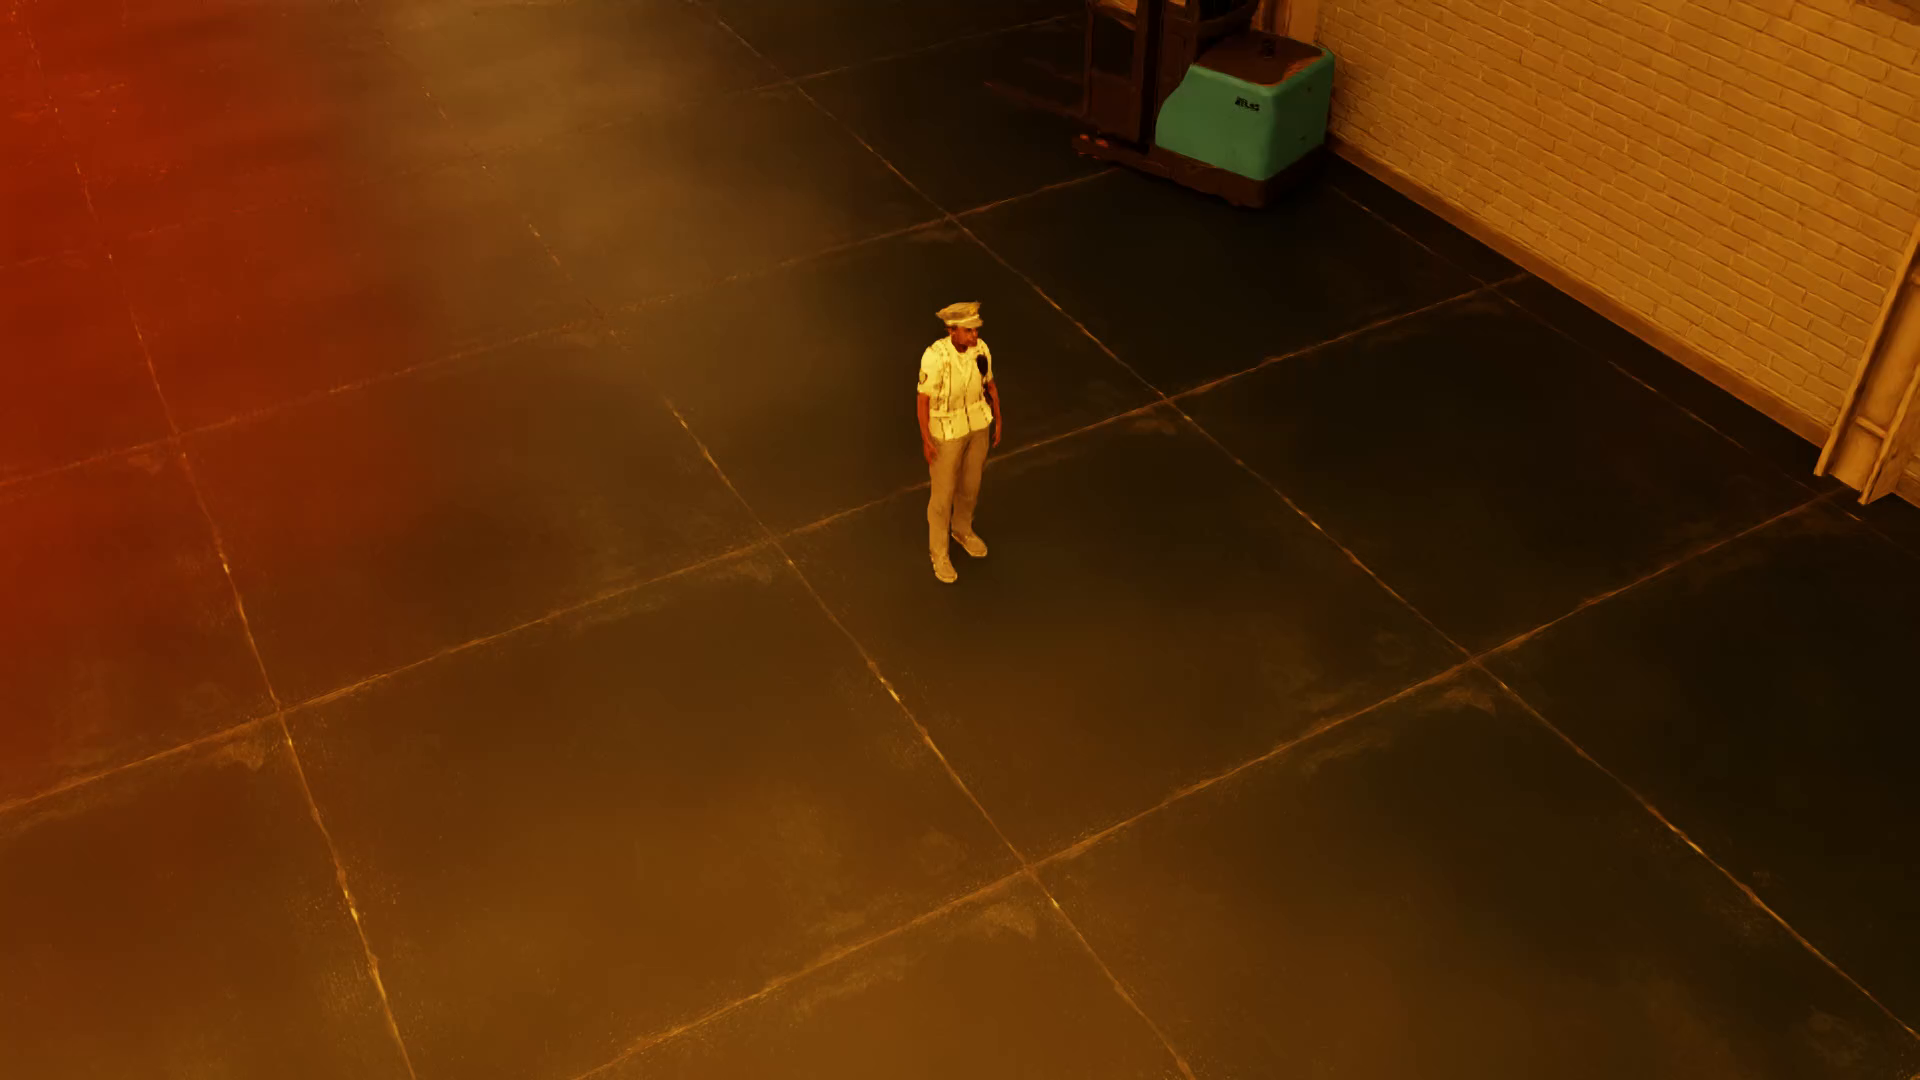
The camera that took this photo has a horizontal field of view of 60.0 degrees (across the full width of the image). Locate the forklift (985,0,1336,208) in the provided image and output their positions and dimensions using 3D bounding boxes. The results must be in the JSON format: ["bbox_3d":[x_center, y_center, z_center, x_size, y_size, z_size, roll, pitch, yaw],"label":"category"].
[{"bbox_3d":[1.593,-4.610,13.594,3.031,2.935,1.130,28,47,30],"label":"forklift"}]

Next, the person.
[{"bbox_3d":[0.021,-0.610,9.729,0.570,1.695,0.529,-20,44,-23],"label":"person"}]
